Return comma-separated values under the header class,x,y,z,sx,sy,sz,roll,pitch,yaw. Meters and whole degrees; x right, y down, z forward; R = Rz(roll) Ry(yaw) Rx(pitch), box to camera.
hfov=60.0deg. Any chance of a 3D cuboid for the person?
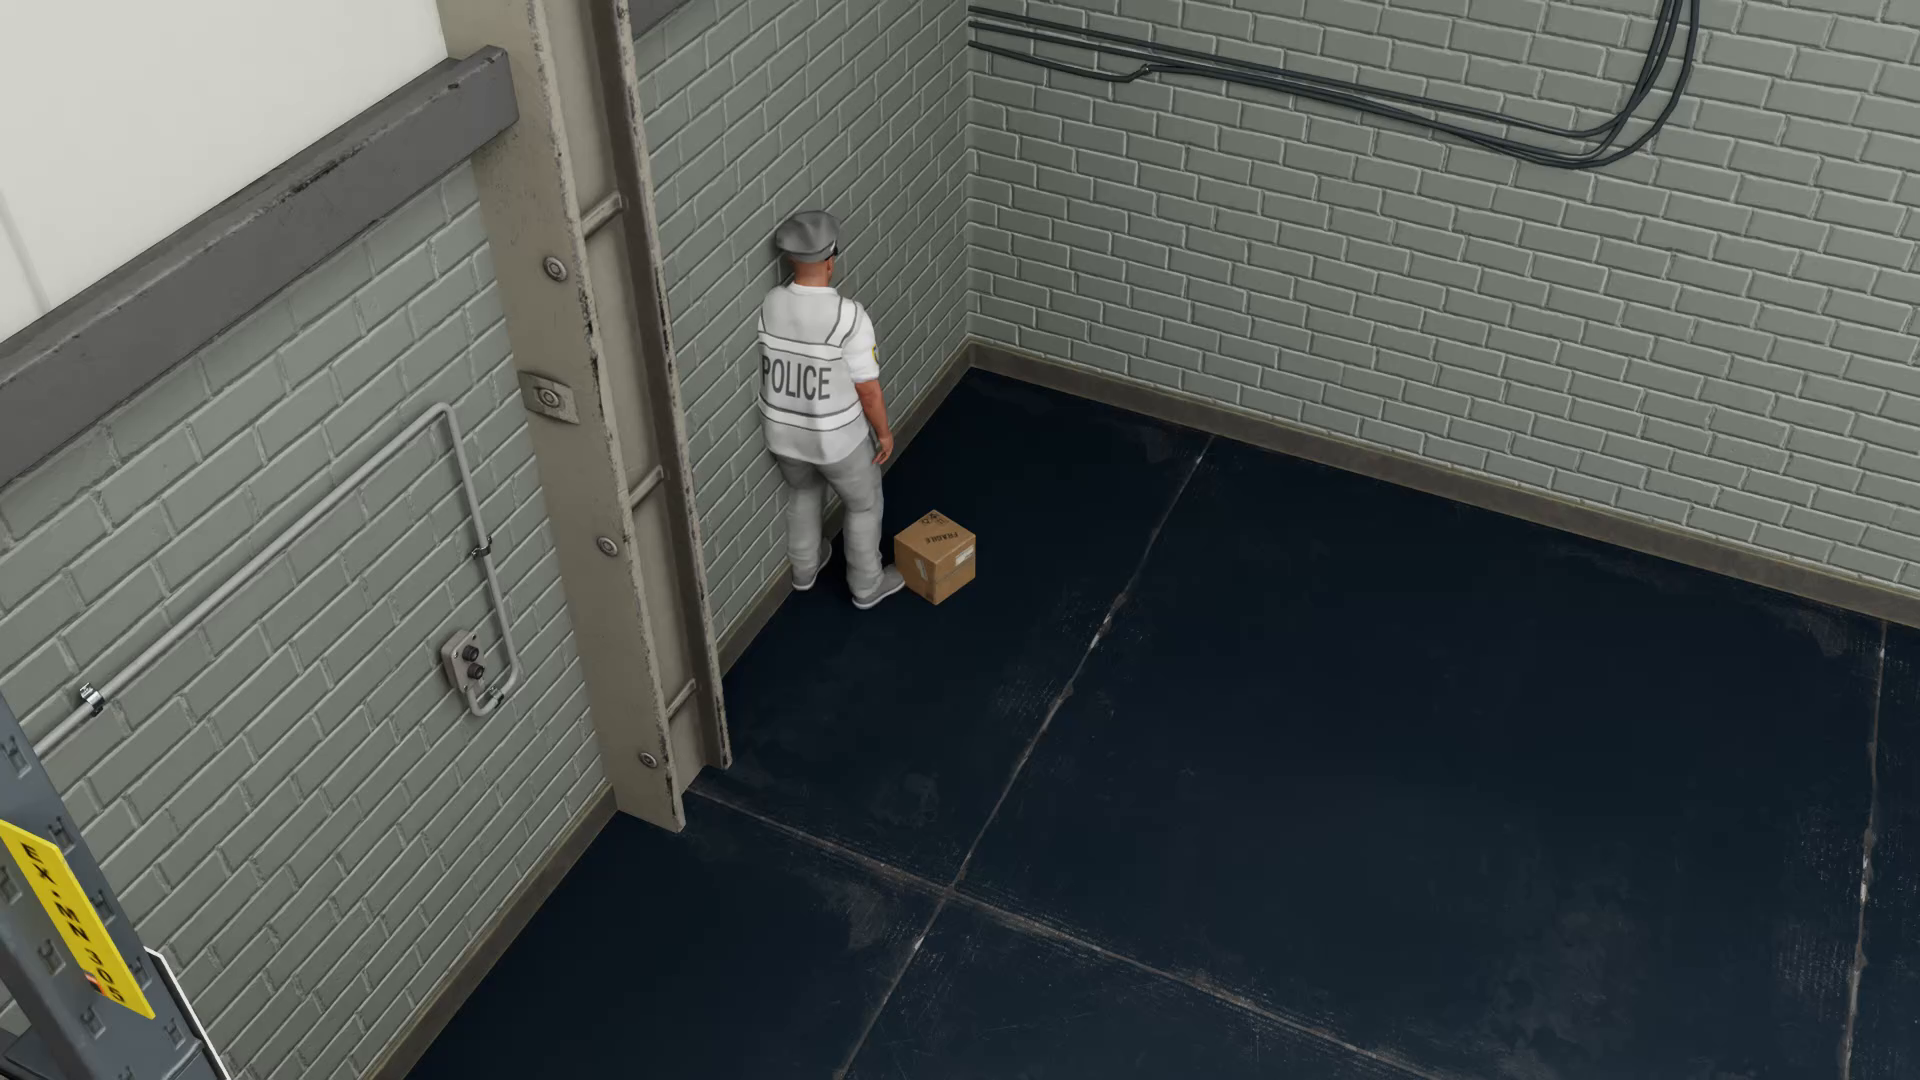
class,x,y,z,sx,sy,sz,roll,pitch,yaw
person,-0.556,-0.457,6.667,0.604,1.747,0.440,15,44,16
